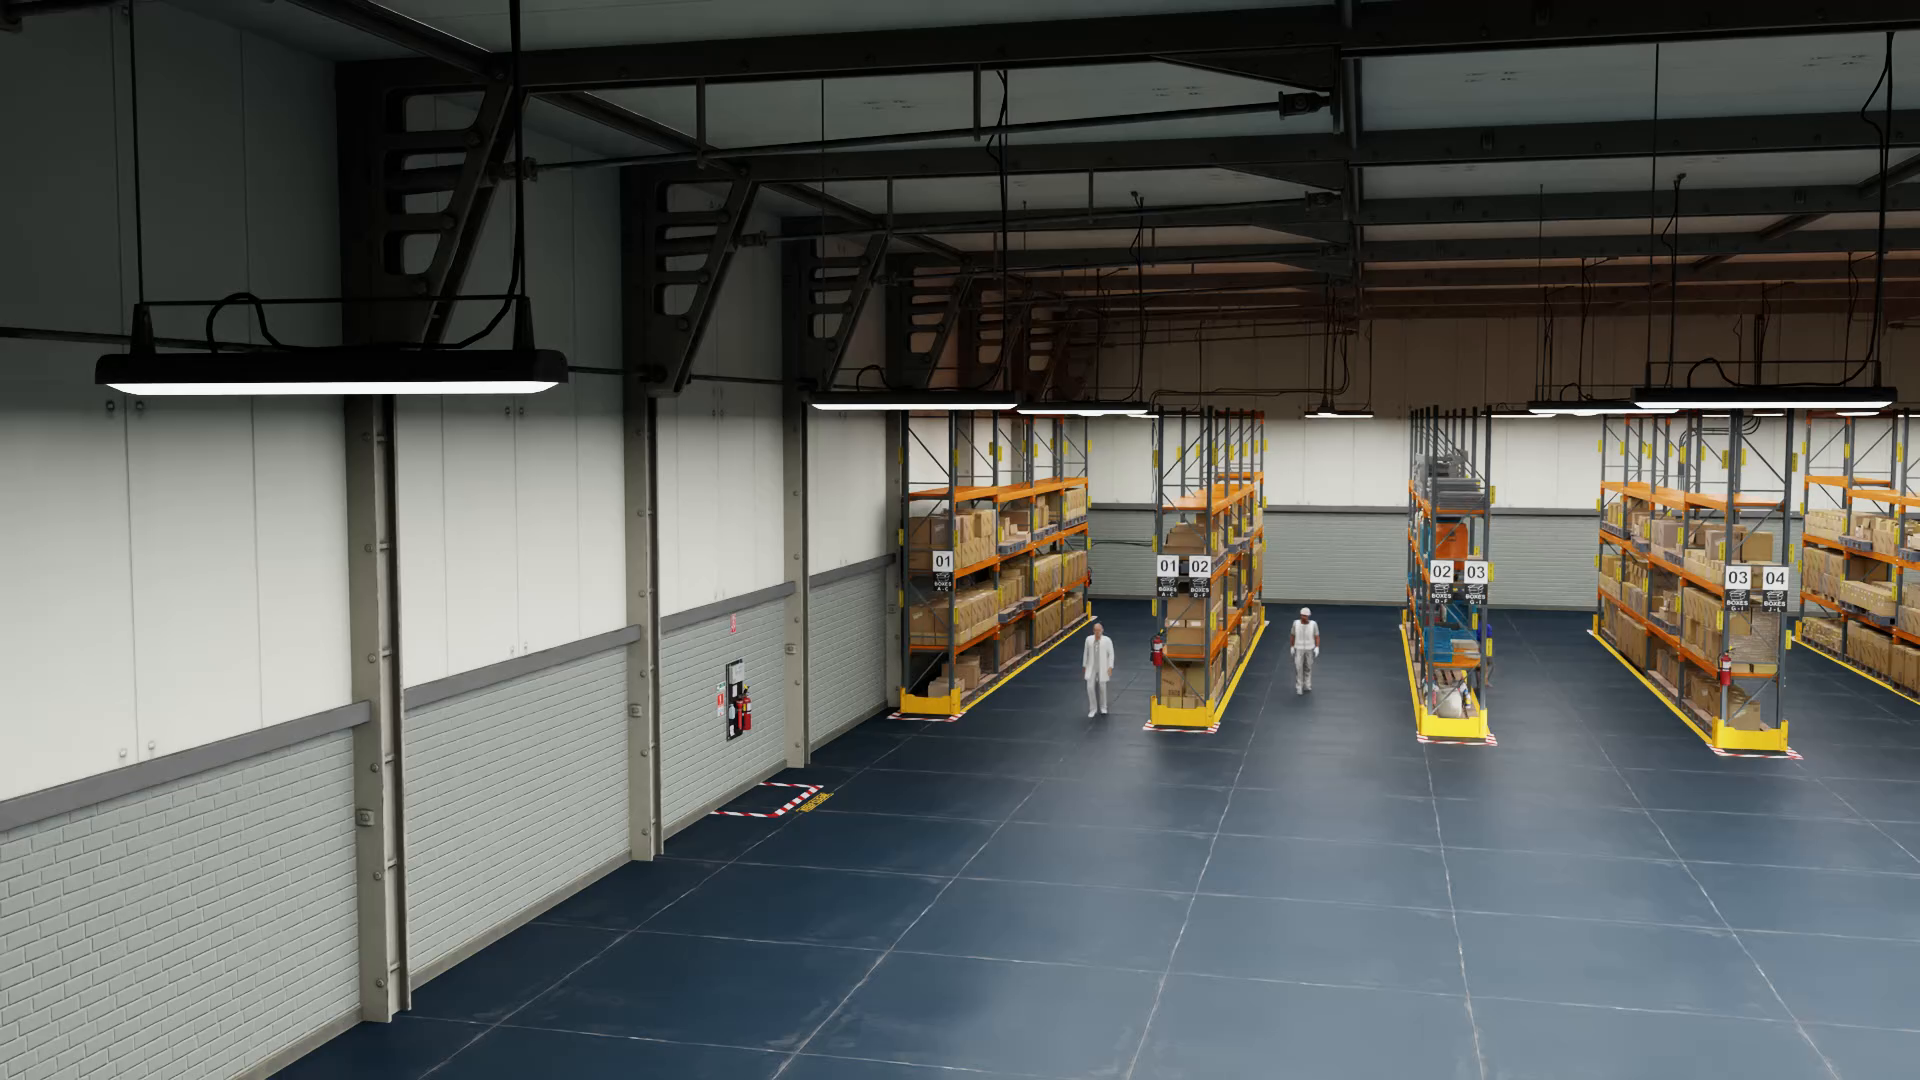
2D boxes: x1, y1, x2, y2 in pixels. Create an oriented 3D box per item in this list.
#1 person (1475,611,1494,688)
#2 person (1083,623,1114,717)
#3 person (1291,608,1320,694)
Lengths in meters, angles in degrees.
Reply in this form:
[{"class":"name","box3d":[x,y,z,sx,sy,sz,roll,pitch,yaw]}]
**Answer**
[{"class":"person","box3d":[11.142,2.357,35.487,0.510,1.652,0.484,2,5,29]},{"class":"person","box3d":[2.692,2.539,32.369,0.645,1.848,0.618,1,4,16]},{"class":"person","box3d":[7.271,2.332,35.045,0.591,1.819,0.601,1,4,10]}]
